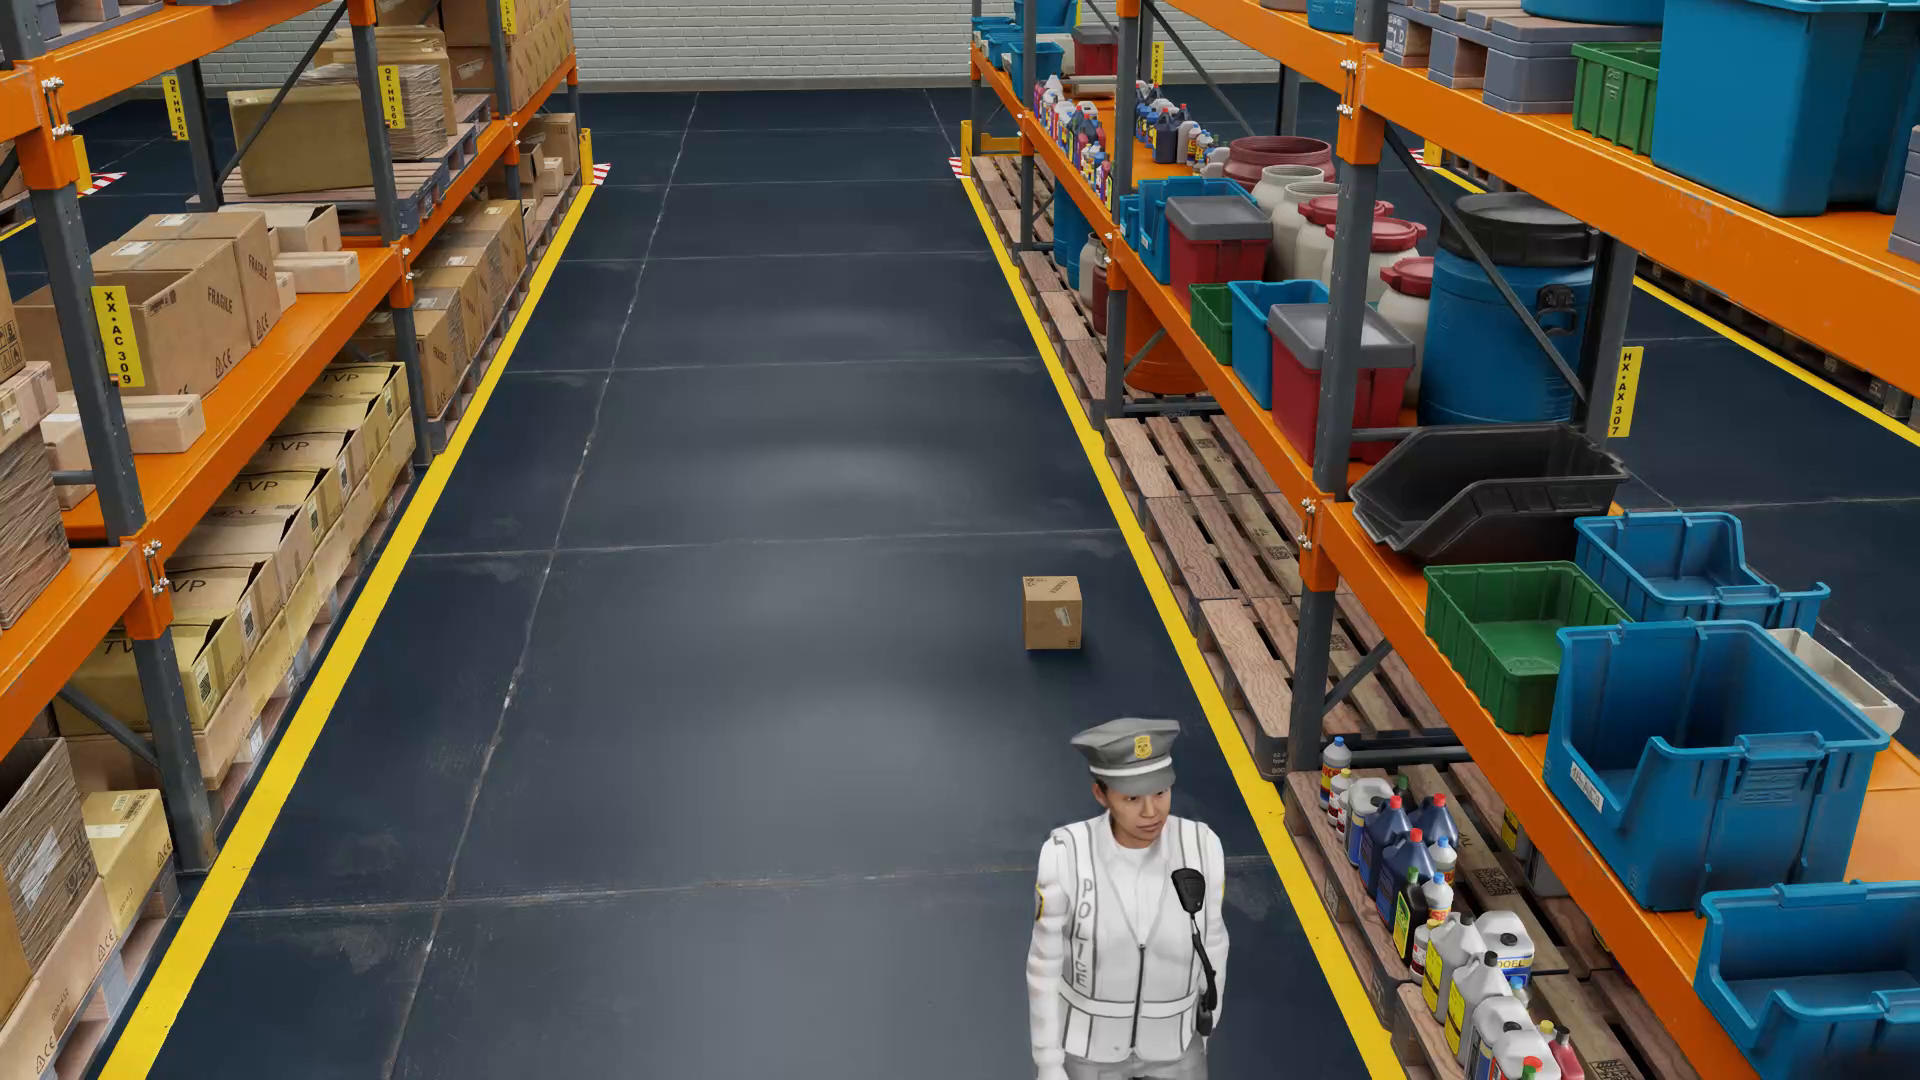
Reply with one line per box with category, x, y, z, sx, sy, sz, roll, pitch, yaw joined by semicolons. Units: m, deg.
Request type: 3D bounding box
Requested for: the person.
person;0.392;1.180;3.860;0.479;1.702;0.432;-1;24;-2
